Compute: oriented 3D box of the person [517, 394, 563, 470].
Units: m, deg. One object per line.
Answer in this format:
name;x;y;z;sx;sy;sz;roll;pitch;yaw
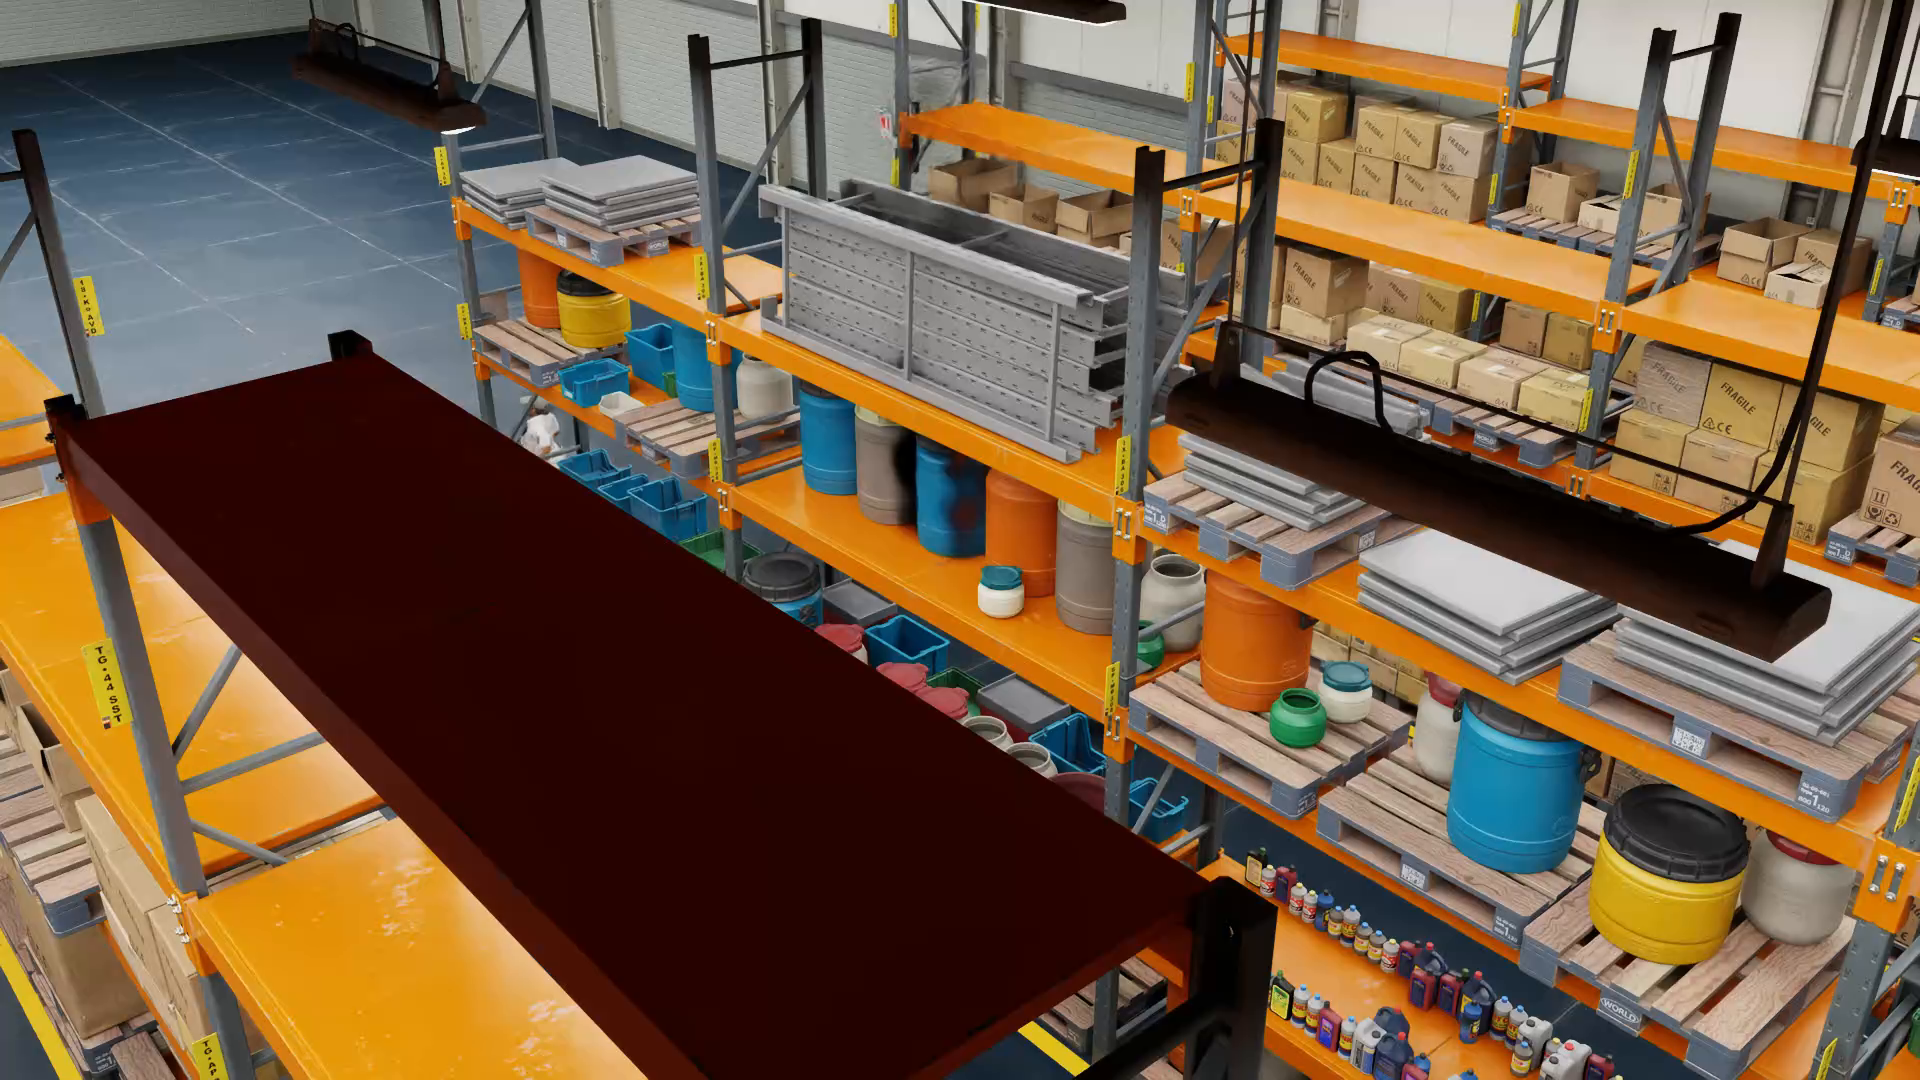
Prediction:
person;-4.288;-0.740;17.217;0.781;1.677;0.610;4;27;8
